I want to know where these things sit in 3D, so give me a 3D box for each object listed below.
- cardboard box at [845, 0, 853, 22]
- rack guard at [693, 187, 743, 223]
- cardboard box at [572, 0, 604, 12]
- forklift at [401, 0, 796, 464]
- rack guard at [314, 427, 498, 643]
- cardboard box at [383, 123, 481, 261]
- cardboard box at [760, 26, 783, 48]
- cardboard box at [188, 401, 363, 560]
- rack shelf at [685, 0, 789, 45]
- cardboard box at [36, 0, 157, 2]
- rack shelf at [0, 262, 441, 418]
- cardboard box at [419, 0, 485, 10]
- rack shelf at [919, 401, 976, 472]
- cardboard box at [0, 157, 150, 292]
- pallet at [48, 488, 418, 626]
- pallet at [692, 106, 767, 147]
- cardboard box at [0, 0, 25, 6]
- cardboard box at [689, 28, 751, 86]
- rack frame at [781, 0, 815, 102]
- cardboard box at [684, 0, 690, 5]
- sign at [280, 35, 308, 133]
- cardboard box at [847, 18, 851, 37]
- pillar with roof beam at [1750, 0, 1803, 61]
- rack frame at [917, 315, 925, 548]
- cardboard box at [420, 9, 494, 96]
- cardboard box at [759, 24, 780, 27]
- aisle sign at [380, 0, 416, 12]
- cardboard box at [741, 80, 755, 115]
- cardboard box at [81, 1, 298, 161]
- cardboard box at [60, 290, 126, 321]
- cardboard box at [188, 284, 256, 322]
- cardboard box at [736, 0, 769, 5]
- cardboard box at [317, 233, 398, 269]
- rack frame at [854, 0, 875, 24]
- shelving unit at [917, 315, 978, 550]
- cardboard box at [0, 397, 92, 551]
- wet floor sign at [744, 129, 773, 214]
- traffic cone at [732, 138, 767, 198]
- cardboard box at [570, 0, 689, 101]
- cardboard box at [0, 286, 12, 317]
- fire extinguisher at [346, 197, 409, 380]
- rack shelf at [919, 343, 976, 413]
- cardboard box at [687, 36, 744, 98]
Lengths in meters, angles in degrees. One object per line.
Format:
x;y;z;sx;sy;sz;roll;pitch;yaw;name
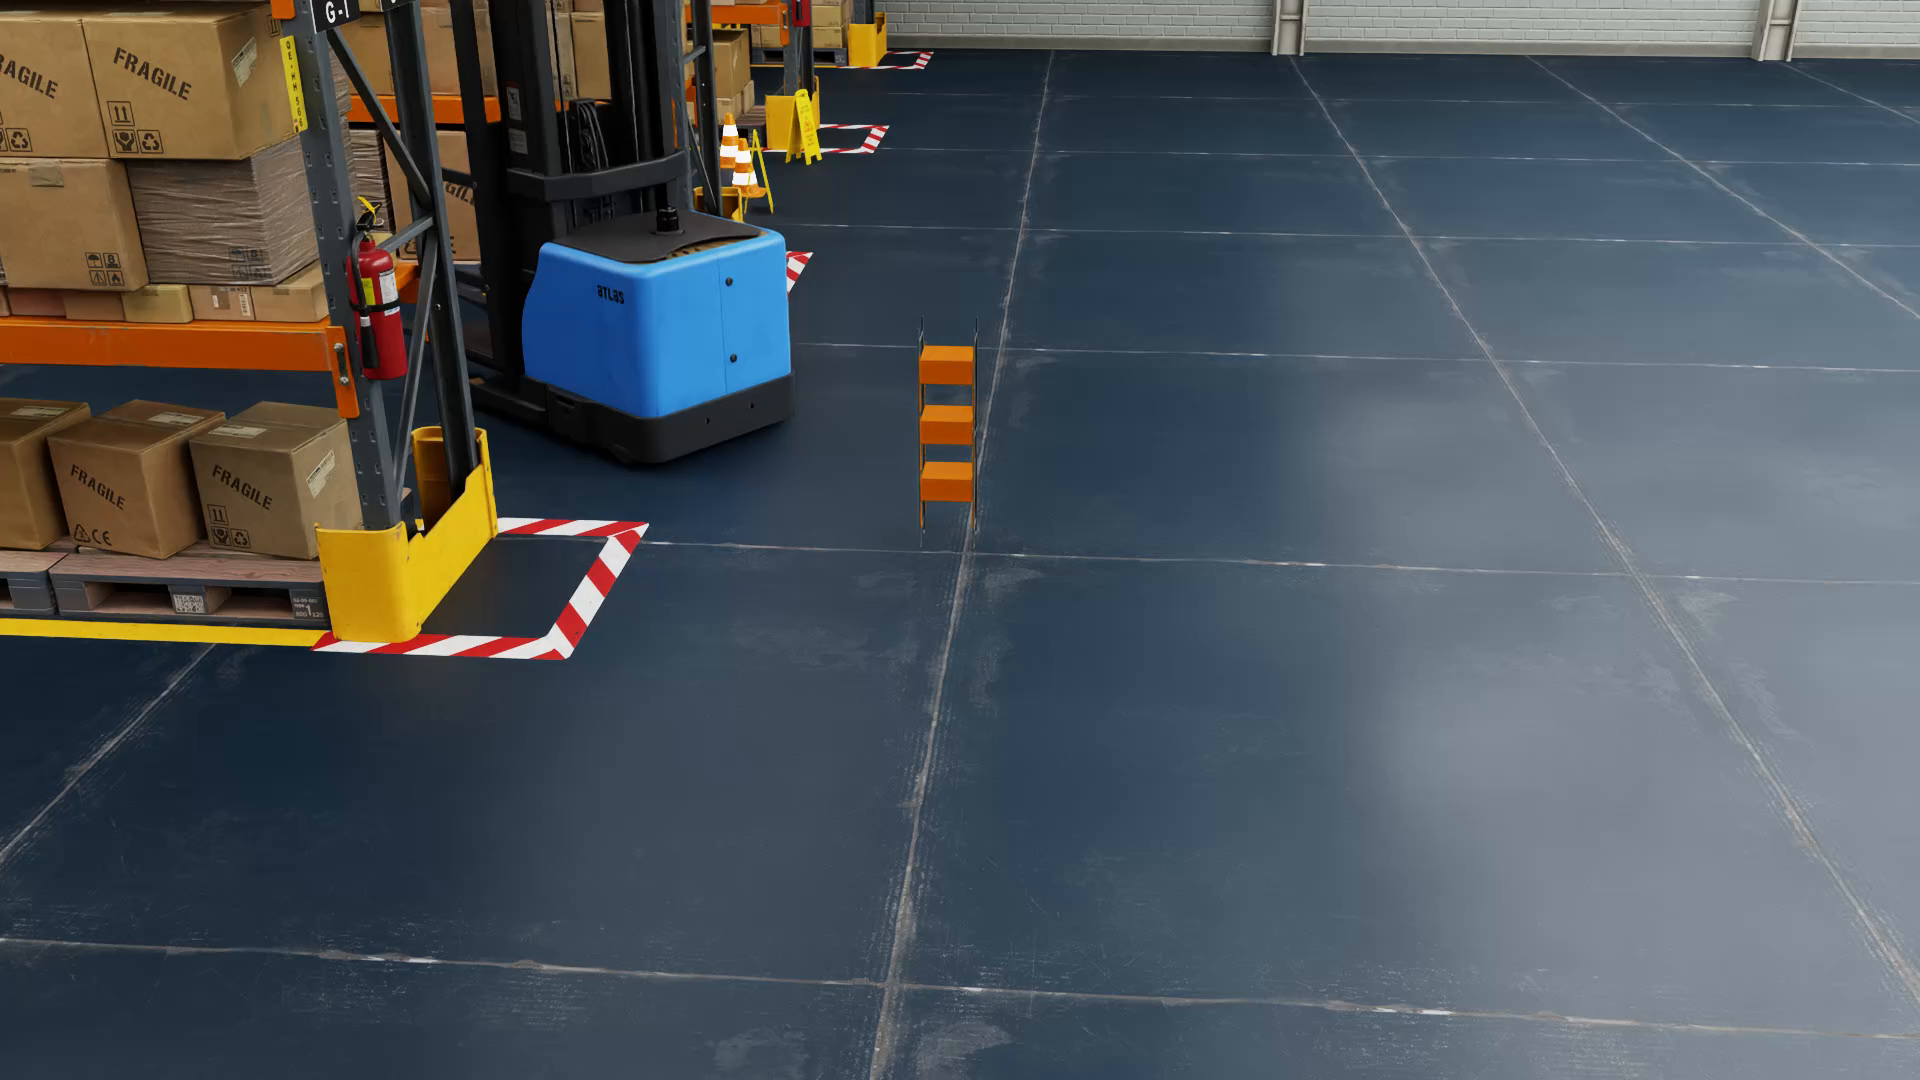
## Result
-1.628;-6.653;20.810;0.500;0.250;0.500;2;25;5;cardboard box
-1.805;-2.111;11.740;0.348;0.500;1.175;2;25;4;rack guard
-2.196;-3.834;11.023;0.550;0.550;0.875;2;25;4;cardboard box
-2.330;-2.221;9.070;3.031;2.935;1.130;21;32;37;forklift
-2.386;-0.051;7.262;0.348;0.500;1.175;2;25;4;rack guard
-3.388;-2.495;11.623;0.875;0.875;0.875;1;25;3;cardboard box
-2.163;-6.228;20.483;0.500;0.250;0.500;2;25;4;cardboard box
-2.931;-0.266;7.227;0.500;0.500;0.500;6;25;14;cardboard box
-3.545;-5.051;16.000;4.000;0.370;1.077;2;25;4;rack shelf
-3.335;-1.969;6.768;0.500;0.500;0.500;2;25;4;cardboard box
-4.304;-0.921;7.023;4.000;0.370;1.077;2;25;4;rack shelf
-3.300;-3.888;11.140;0.550;0.550;0.875;2;25;4;cardboard box
-0.053;-0.469;7.539;0.240;0.259;0.215;2;25;4;rack shelf
-3.364;-1.359;6.640;0.500;0.500;0.875;2;25;4;cardboard box
-3.193;0.040;7.411;1.213;0.211;1.003;2;25;4;pallet
-2.434;-4.090;16.387;1.213;0.211;1.003;2;25;4;pallet
-3.875;-1.764;6.323;0.500;0.500;0.500;2;25;4;cardboard box
-2.358;-4.738;16.348;0.500;0.500;0.500;1;25;2;cardboard box
-1.551;-5.314;15.710;0.127;3.000;1.000;2;25;4;rack frame
-2.456;-5.102;15.549;0.250;0.149;0.380;1;25;3;cardboard box
-2.372;-1.623;5.925;0.005;0.325;0.100;2;25;4;sign
-1.650;-6.422;20.905;0.500;0.250;0.500;2;25;4;cardboard box
9.835;-8.328;15.083;0.400;9.000;9.100;2;25;4;pillar with roof beam
-0.175;-0.483;7.543;0.008;1.050;0.200;2;25;4;rack frame
-3.302;-3.388;11.344;0.550;0.550;0.875;2;25;4;cardboard box
-2.183;-6.458;20.384;0.500;0.250;0.500;2;25;3;cardboard box
-2.225;-2.488;6.458;0.004;0.787;0.394;2;25;4;aisle sign
-2.334;-4.397;16.504;0.500;0.250;0.500;2;25;4;cardboard box
-2.877;-1.733;6.256;0.500;0.500;0.500;2;25;4;cardboard box
-3.360;-1.002;6.639;0.250;0.149;0.380;2;25;4;cardboard box
-2.859;-1.001;6.637;0.250;0.149;0.380;2;25;4;cardboard box
-1.941;-5.123;15.595;0.250;0.149;0.380;3;25;6;cardboard box
-2.576;-1.178;7.022;0.250;0.149;0.380;2;25;4;cardboard box
-1.175;-7.383;20.206;0.127;3.000;1.000;2;25;4;rack frame
-0.053;-0.479;7.534;0.252;1.050;0.215;2;25;4;shelving unit
-4.153;-0.299;7.299;0.500;0.500;0.500;4;25;9;cardboard box
-1.649;-3.002;13.503;0.232;0.644;0.267;-2;25;-5;wet floor sign
-1.825;-3.164;14.073;0.334;0.463;0.336;2;25;4;traffic cone
-2.203;-3.309;11.173;0.550;0.550;0.875;2;25;4;cardboard box
-3.857;-1.026;6.691;0.250;0.149;0.380;2;25;4;cardboard box
-2.231;-0.953;6.325;0.183;0.674;0.296;2;25;4;fire extinguisher
-0.053;-0.727;7.420;0.240;0.259;0.215;2;25;4;rack shelf
-2.370;-4.513;15.860;0.500;0.500;0.500;2;25;4;cardboard box
